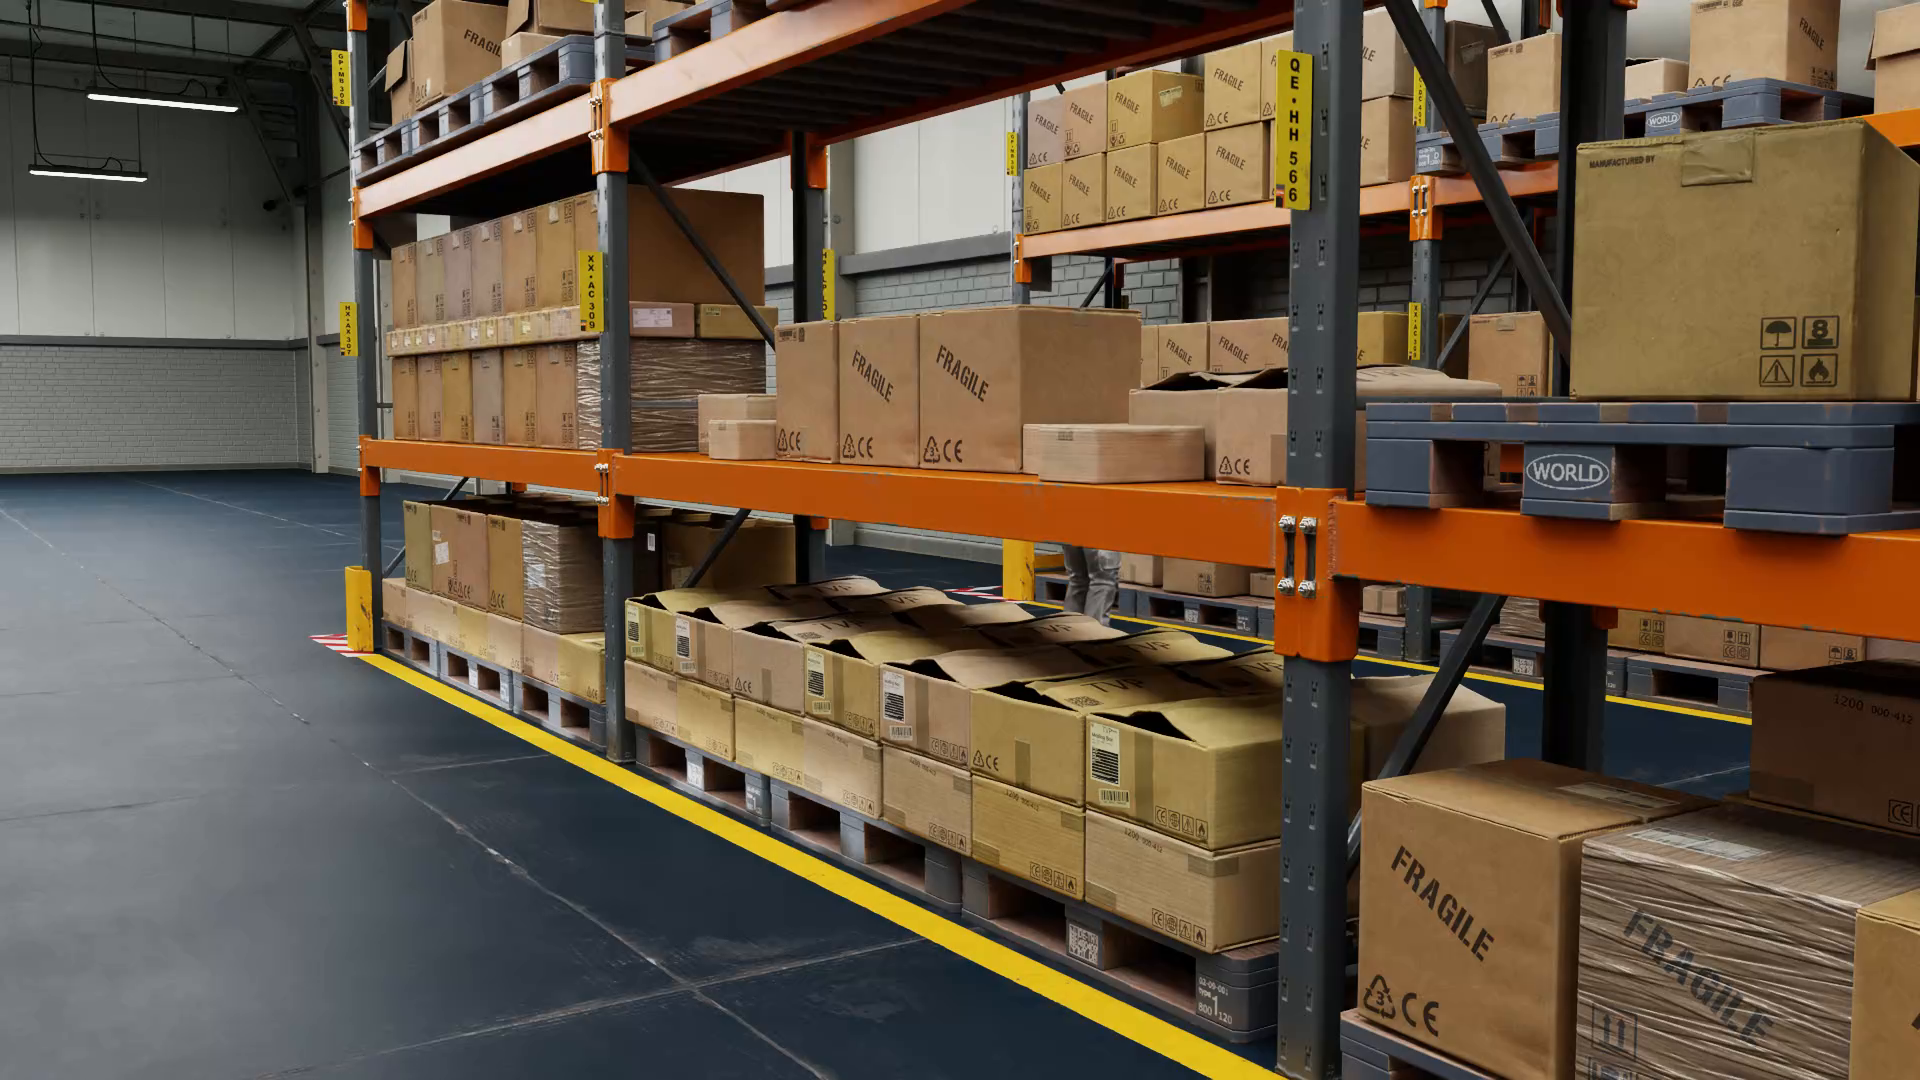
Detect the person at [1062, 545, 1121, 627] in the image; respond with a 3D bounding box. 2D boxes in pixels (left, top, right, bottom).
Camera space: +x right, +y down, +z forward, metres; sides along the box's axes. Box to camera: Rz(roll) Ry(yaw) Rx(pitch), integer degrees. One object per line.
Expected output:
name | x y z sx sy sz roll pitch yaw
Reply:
person | 0.795 -0.147 9.491 0.571 1.779 0.488 -3 5 -33
